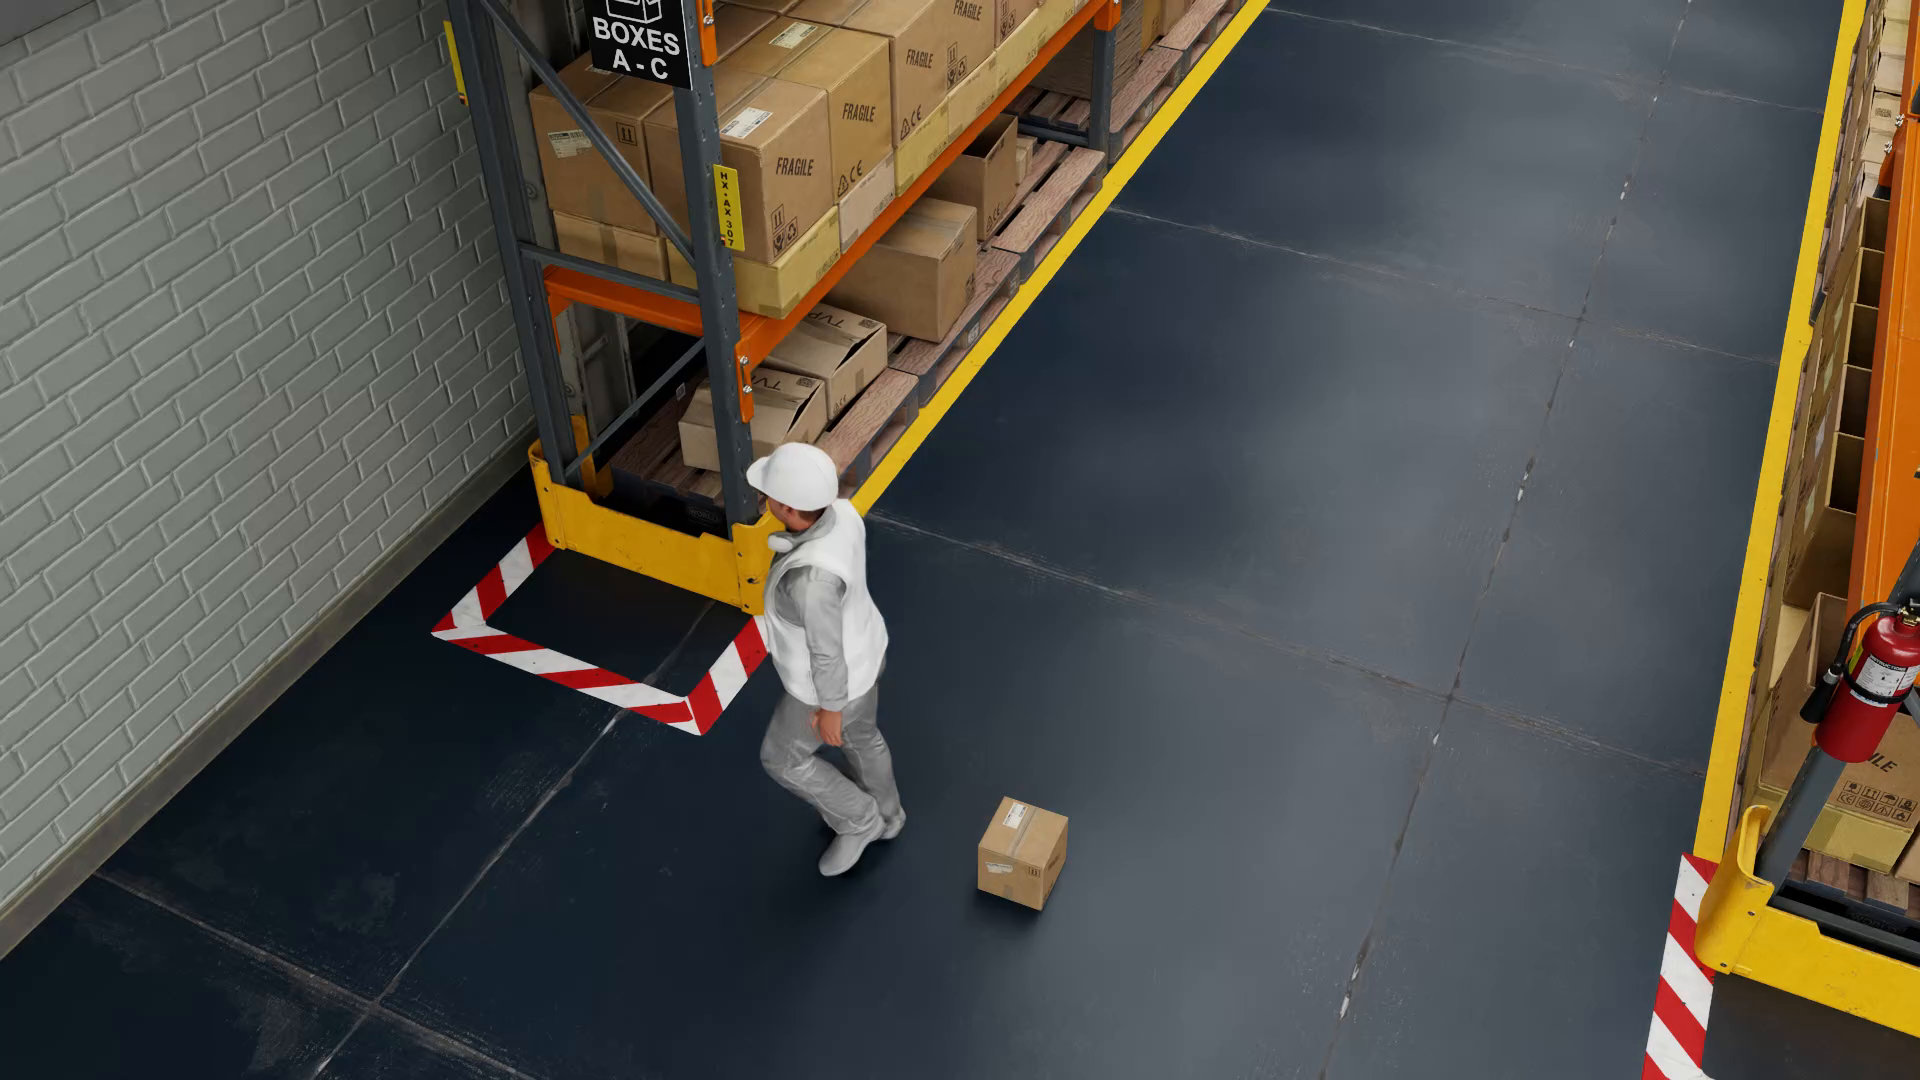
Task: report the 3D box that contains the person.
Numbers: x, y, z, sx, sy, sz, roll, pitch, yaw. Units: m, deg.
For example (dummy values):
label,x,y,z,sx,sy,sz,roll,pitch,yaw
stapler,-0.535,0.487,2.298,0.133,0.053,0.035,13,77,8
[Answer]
label,x,y,z,sx,sy,sz,roll,pitch,yaw
person,-0.435,0.405,5.658,0.488,1.760,0.560,8,42,9
